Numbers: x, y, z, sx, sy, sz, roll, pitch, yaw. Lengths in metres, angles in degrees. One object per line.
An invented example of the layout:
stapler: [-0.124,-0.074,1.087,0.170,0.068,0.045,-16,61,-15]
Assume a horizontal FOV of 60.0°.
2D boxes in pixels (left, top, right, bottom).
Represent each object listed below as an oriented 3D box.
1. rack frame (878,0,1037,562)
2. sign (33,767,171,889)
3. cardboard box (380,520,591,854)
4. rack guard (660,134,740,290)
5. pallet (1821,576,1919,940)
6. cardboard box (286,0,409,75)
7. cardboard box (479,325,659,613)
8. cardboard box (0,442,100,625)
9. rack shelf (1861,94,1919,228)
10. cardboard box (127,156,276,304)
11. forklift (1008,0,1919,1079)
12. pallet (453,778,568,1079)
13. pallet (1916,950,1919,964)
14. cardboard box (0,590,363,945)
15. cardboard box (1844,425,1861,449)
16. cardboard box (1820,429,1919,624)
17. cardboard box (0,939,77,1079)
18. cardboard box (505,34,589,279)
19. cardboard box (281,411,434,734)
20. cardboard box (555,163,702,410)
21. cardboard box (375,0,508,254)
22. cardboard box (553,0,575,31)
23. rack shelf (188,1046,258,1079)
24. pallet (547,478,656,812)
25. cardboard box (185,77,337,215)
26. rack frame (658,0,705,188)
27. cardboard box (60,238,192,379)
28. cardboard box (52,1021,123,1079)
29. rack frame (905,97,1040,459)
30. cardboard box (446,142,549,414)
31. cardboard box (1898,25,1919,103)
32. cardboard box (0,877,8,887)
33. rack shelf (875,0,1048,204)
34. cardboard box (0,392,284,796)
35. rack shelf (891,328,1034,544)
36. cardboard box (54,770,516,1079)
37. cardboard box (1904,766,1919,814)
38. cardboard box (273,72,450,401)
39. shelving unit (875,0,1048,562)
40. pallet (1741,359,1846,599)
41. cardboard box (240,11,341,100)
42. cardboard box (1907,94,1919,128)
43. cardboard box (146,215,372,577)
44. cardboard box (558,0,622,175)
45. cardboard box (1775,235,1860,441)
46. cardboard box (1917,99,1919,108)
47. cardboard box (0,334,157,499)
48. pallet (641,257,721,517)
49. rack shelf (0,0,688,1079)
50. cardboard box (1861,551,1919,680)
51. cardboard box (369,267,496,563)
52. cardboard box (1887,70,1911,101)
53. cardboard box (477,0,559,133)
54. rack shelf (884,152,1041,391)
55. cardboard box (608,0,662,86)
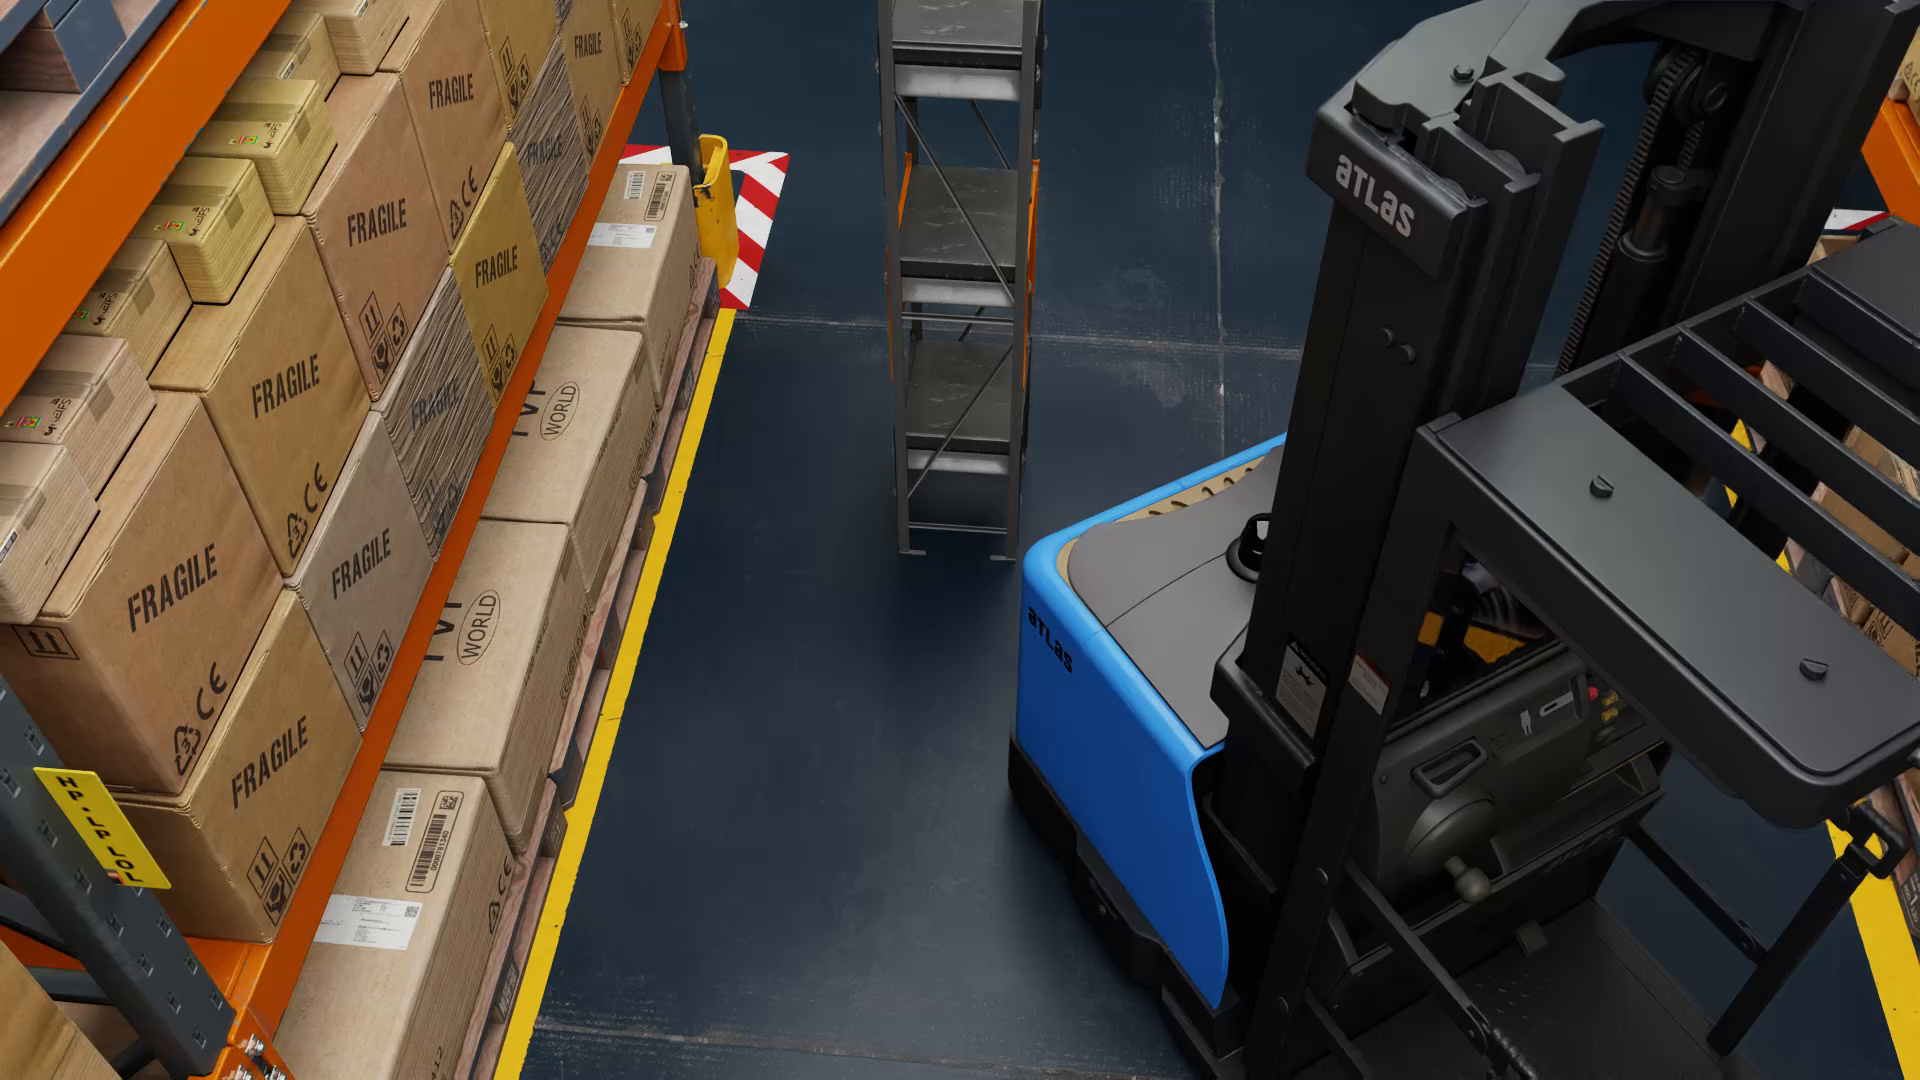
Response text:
rack frame: [-0.007,-0.651,4.922,0.400,2.100,0.015,4,48,4]
sign: [-1.326,0.450,2.575,0.100,0.325,0.005,4,48,4]
cardboard box: [-1.622,0.396,4.807,0.875,0.438,0.875,3,48,2]
rack guard: [-1.500,-1.329,6.626,1.175,0.500,0.348,4,48,4]
pallet: [3.248,0.654,5.009,1.003,0.211,1.213,4,48,4]
cardboard box: [-1.422,-1.138,3.573,0.380,0.149,0.250,4,48,4]
cardboard box: [-1.538,-0.267,5.413,0.875,0.438,0.875,5,48,5]
cardboard box: [-1.580,-0.020,2.550,0.380,0.149,0.250,3,48,3]
rack shelf: [3.258,-0.111,4.306,1.077,0.370,4.000,4,48,4]
cardboard box: [-1.508,-0.578,3.061,0.380,0.149,0.250,4,48,3]
forklift: [1.316,0.519,3.289,1.130,2.935,3.031,-23,52,-20]
pallet: [-1.720,1.172,4.535,1.003,0.211,1.213,4,48,4]
pallet: [3.140,1.552,4.187,1.003,0.211,1.213,4,48,4]
cardboard box: [-1.564,0.424,3.262,0.500,0.500,0.500,5,48,5]
cardboard box: [3.213,-0.250,5.594,0.380,0.149,0.250,2,48,2]
cardboard box: [3.174,-0.053,5.175,0.700,0.500,0.500,6,48,5]
cardboard box: [-1.658,0.759,2.278,0.500,0.500,0.500,5,48,5]
cardboard box: [-1.381,-1.070,4.628,0.500,0.500,0.500,5,48,5]
cardboard box: [-1.514,0.054,3.600,0.500,0.500,0.500,4,48,4]
cardboard box: [-1.463,-0.940,6.029,0.875,0.438,0.875,2,48,2]
cardboard box: [-1.424,-1.037,3.920,0.500,0.500,0.500,4,48,3]
cardboard box: [-1.328,-1.769,4.590,0.500,0.500,0.500,4,48,4]
rack shelf: [-2.049,2.497,1.921,1.077,0.370,4.000,4,48,4]
pallet: [-1.611,0.274,5.357,1.003,0.211,1.213,4,48,4]
cardboard box: [-1.455,-0.772,3.238,0.380,0.149,0.250,3,48,2]
rack frame: [-1.503,-2.154,5.688,1.000,3.000,0.127,4,48,4]
cardboard box: [-1.591,-0.400,2.898,0.380,0.149,0.250,3,48,3]
cardboard box: [-1.665,1.007,2.559,0.500,0.250,0.500,4,48,3]
rack frame: [0.037,-1.010,5.250,0.400,2.100,0.015,4,48,4]
cardboard box: [-1.415,-0.689,4.280,0.500,0.500,0.500,5,48,5]
cardboard box: [3.131,-1.558,5.042,0.500,0.250,0.500,4,48,4]
cardboard box: [-2.079,0.393,3.290,0.500,0.500,0.500,4,48,4]
rack shelf: [0.015,-1.293,4.580,0.431,0.518,0.480,4,48,4]
cardboard box: [-1.583,0.080,2.899,0.500,0.500,0.500,4,48,4]
rack shelf: [0.015,-0.349,5.613,0.431,0.518,0.480,4,48,4]
cardboard box: [-1.703,1.054,4.205,0.875,0.438,0.875,3,48,3]
cardboard box: [3.079,0.710,4.477,0.700,0.500,0.500,2,48,2]
cardboard box: [-1.472,-0.666,3.581,0.500,0.500,0.500,5,48,4]
shelving unit: [0.015,-0.830,5.086,0.431,2.100,0.503,4,48,4]
pallet: [3.362,-0.240,5.827,1.003,0.211,1.213,4,48,4]
cardboard box: [-1.513,-0.962,3.412,0.380,0.149,0.250,4,48,3]
cardboard box: [3.160,-1.326,5.100,0.380,0.149,0.250,5,48,4]
cardboard box: [-1.530,-0.291,3.238,0.500,0.500,0.500,3,48,3]
cardboard box: [-1.344,-1.448,4.974,0.500,0.500,0.500,3,48,3]
cardboard box: [3.291,-0.680,5.746,0.797,0.503,0.637,2,48,2]
cardboard box: [3.085,-1.187,4.703,0.500,0.250,0.500,4,48,4]
cardboard box: [-1.573,-0.209,2.724,0.380,0.149,0.250,5,48,4]
pallet: [-1.498,-0.621,6.175,1.003,0.211,1.213,4,48,4]
rack shelf: [-1.685,-0.442,4.609,1.077,0.370,4.000,4,48,4]
cardboard box: [3.026,0.329,4.826,0.500,0.500,0.500,5,48,4]
cardboard box: [-1.462,-0.311,3.934,0.500,0.500,0.500,4,48,4]
cardboard box: [3.138,-1.516,5.274,0.380,0.149,0.250,4,48,3]
cardboard box: [-1.376,-1.406,4.258,0.500,0.500,0.500,4,48,3]
rack shelf: [0.015,-0.821,5.097,0.431,0.518,0.480,4,48,4]
cardboard box: [-1.283,-1.816,5.310,0.500,0.500,0.500,4,48,4]
